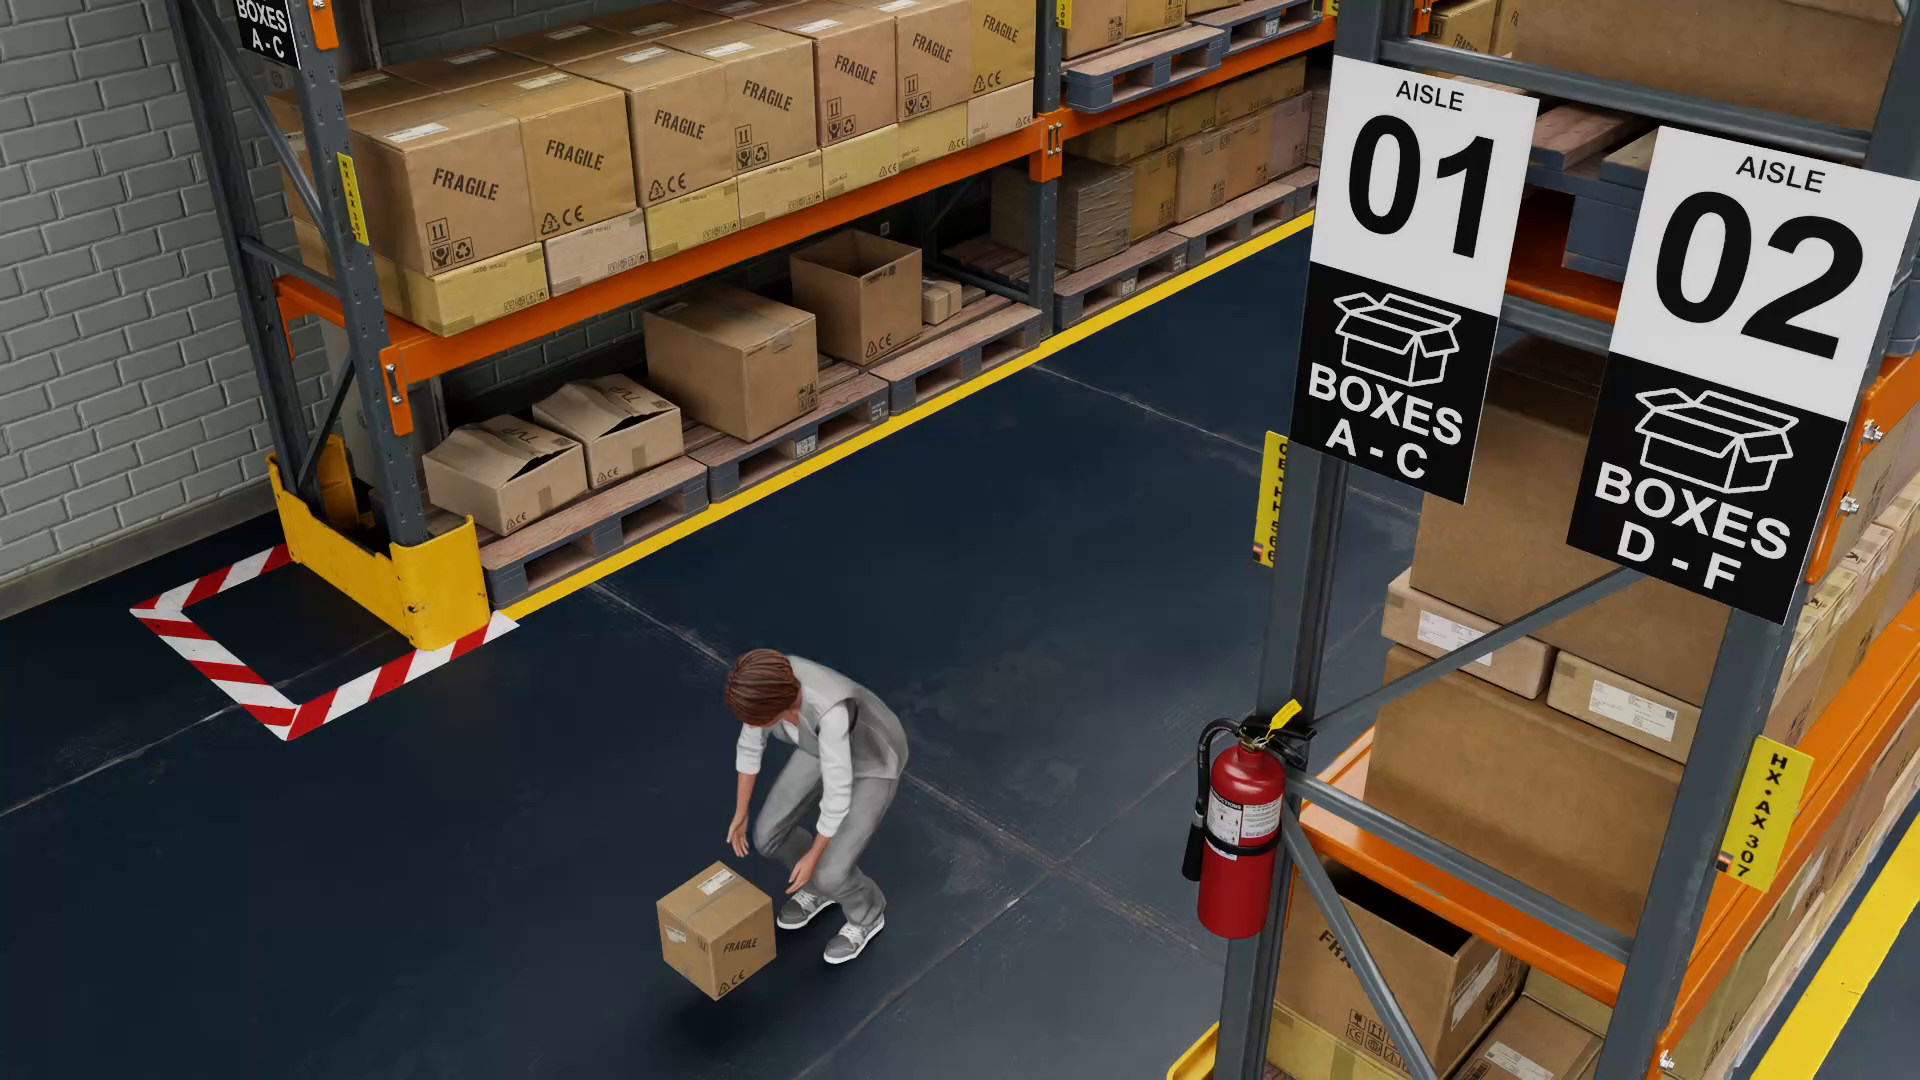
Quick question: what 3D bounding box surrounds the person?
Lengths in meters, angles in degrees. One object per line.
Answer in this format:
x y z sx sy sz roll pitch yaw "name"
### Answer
-0.430 0.784 5.193 0.463 1.272 0.671 26 40 35 "person"
